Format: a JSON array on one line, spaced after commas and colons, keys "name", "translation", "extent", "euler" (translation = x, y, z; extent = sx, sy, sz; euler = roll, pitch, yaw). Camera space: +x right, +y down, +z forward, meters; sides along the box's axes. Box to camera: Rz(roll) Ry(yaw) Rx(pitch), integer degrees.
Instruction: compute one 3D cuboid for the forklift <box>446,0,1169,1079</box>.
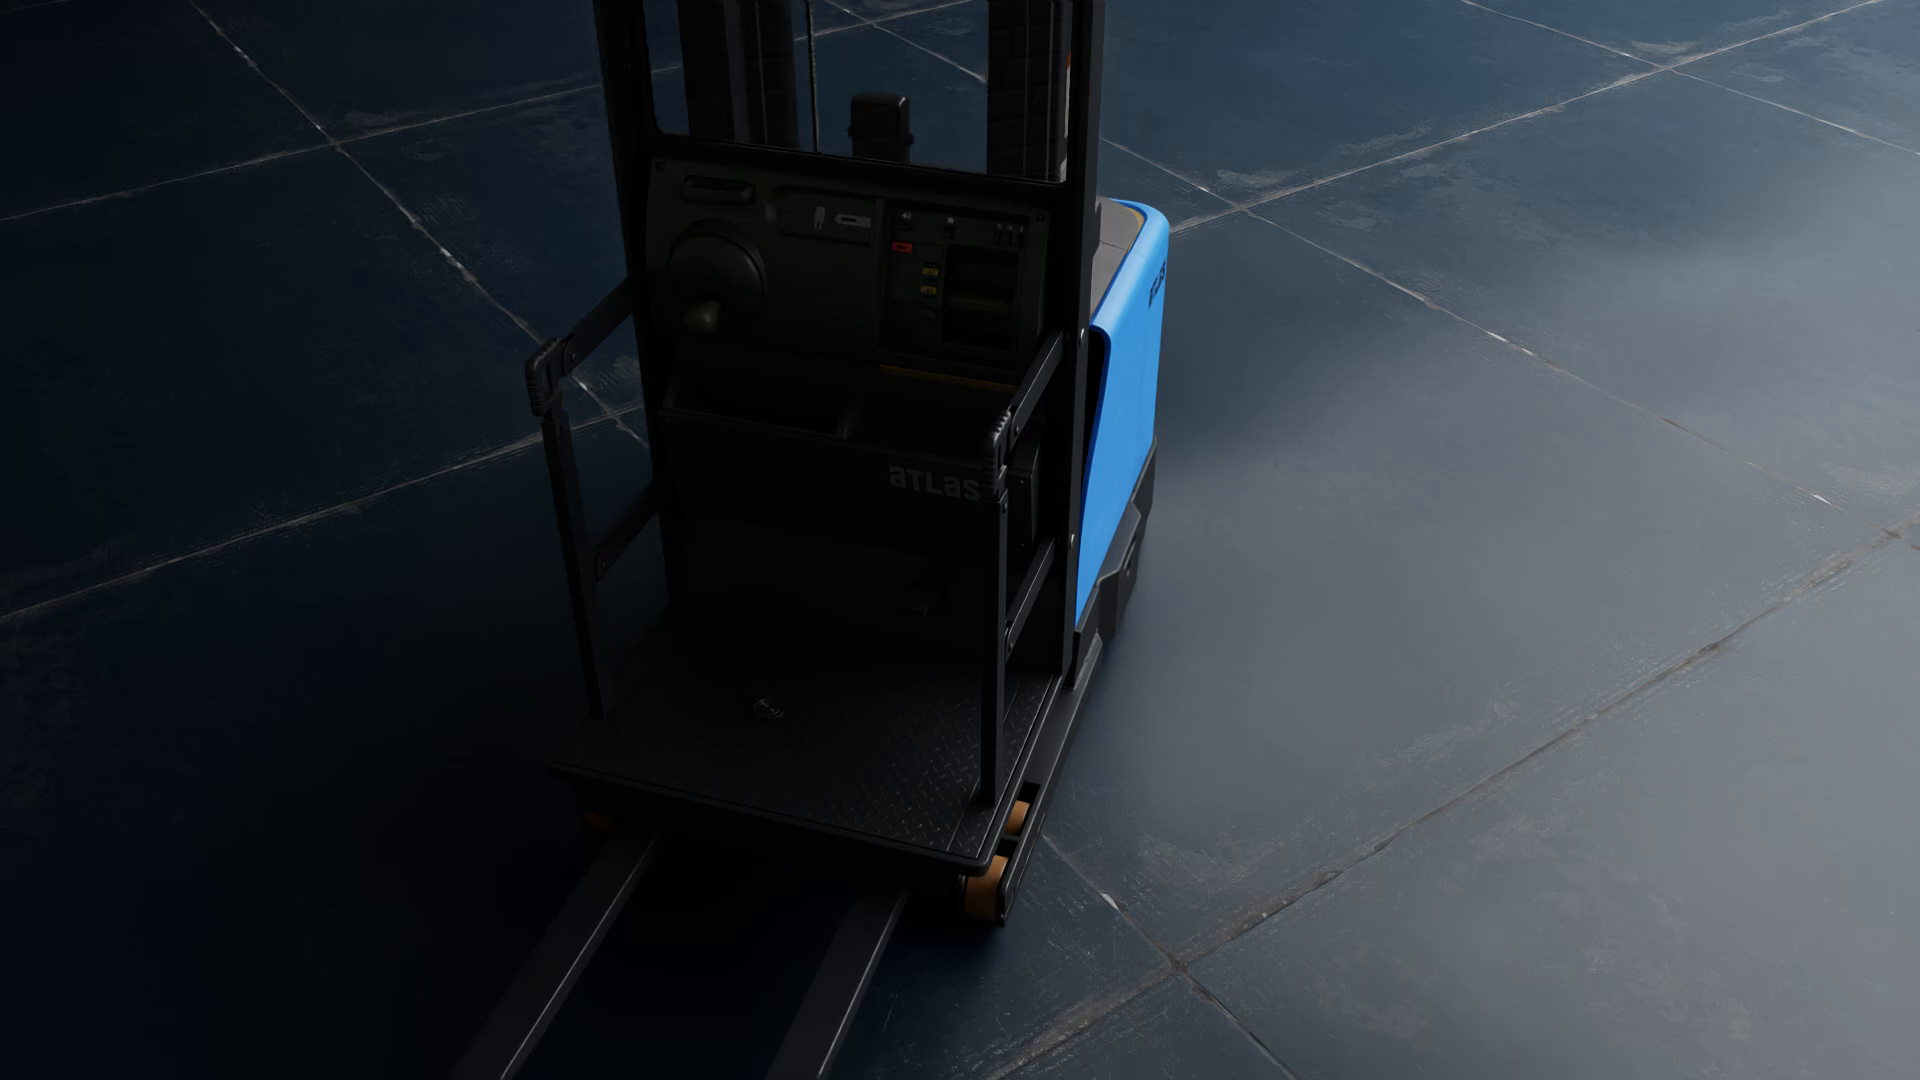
[{"name": "forklift", "translation": [-0.320, -0.542, 3.493], "extent": [1.130, 2.935, 3.031], "euler": [10, 37, 14]}]
